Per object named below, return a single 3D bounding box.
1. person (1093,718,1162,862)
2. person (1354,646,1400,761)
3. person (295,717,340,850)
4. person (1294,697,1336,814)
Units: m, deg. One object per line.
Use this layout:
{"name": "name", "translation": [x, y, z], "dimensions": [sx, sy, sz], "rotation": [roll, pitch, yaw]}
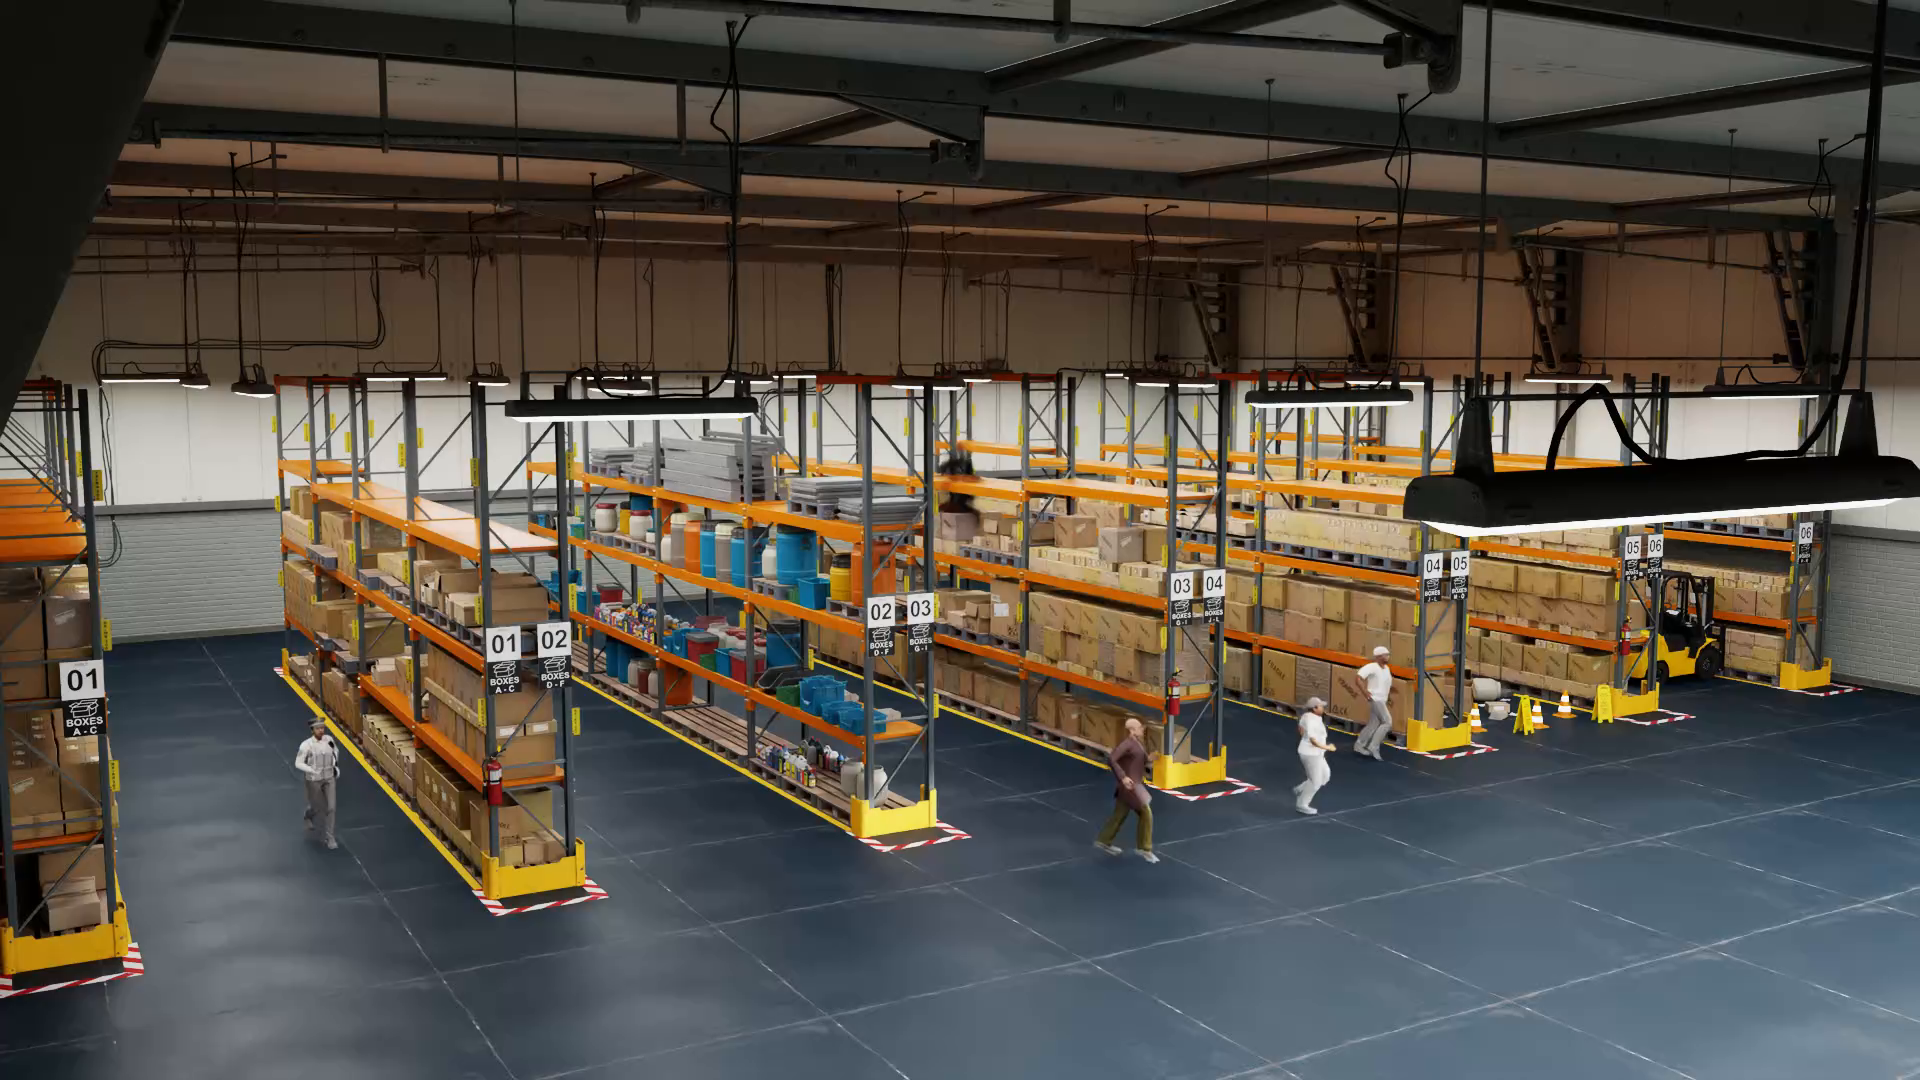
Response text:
{"name": "person", "translation": [2.116, 3.160, 21.033], "dimensions": [0.866, 1.852, 0.669], "rotation": [0, 6, 2]}
{"name": "person", "translation": [6.657, 2.584, 26.483], "dimensions": [0.675, 1.780, 0.702], "rotation": [4, 7, 31]}
{"name": "person", "translation": [-8.356, 3.129, 21.712], "dimensions": [0.617, 1.700, 0.882], "rotation": [-5, 8, -41]}
{"name": "person", "translation": [4.955, 2.989, 23.194], "dimensions": [0.562, 1.628, 0.633], "rotation": [1, 6, 8]}
